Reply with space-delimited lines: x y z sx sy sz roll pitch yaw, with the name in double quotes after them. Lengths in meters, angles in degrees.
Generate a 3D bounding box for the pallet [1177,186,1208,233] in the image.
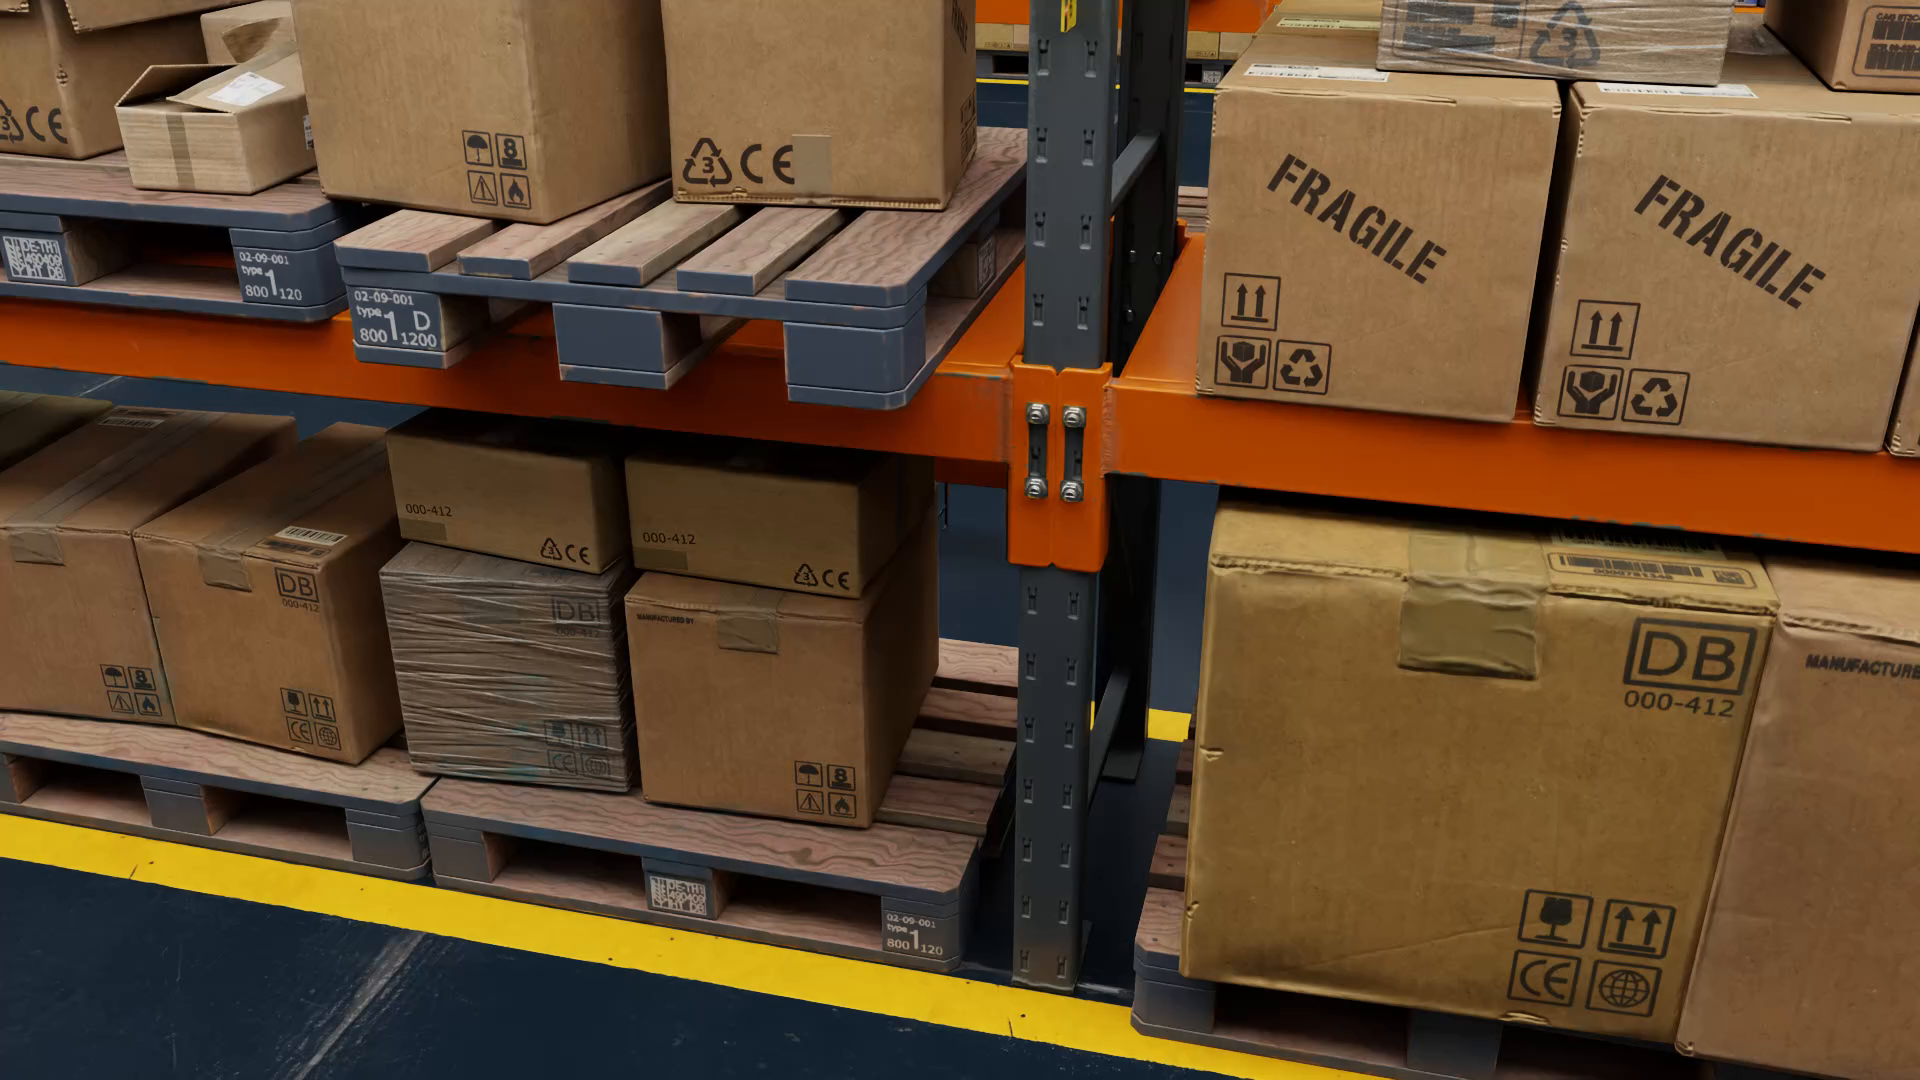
0.783 -1.557 8.275 1.213 0.211 1.003 6 26 13 "pallet"

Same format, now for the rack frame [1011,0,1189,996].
0.290 -0.655 3.137 0.127 3.000 1.000 6 26 13 "rack frame"

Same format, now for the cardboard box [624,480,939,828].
-0.364 0.211 3.713 0.500 0.500 0.700 5 26 10 "cardboard box"

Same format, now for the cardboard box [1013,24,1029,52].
0.705 -3.845 12.546 0.500 0.250 0.500 7 26 14 "cardboard box"

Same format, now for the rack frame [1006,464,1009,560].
0.170 -0.455 4.985 0.008 1.050 0.200 6 26 13 "rack frame"

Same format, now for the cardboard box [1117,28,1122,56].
1.204 -3.791 12.433 0.500 0.250 0.500 7 26 14 "cardboard box"

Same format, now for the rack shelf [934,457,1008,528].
0.052 -0.208 5.136 0.240 0.259 0.215 6 26 13 "rack shelf"

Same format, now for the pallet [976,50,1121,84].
0.795 -3.756 12.893 1.213 0.211 1.003 6 26 13 "pallet"

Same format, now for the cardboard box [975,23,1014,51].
0.213 -3.899 12.661 0.500 0.250 0.500 6 26 11 "cardboard box"

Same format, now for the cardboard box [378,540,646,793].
-0.905 0.157 3.826 0.500 0.500 0.700 4 26 9 "cardboard box"

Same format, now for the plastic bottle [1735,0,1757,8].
3.205 -2.332 6.803 0.135 0.276 0.152 6 26 13 "plastic bottle"

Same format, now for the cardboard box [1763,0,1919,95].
1.624 -0.997 2.572 0.637 0.503 0.797 7 26 14 "cardboard box"

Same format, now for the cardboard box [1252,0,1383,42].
0.829 -0.751 3.221 0.500 0.500 0.500 7 26 15 "cardboard box"

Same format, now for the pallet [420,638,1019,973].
-0.467 0.520 3.913 1.213 0.211 1.003 6 26 13 "pallet"

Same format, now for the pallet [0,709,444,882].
-1.645 0.388 4.189 1.213 0.211 1.003 6 26 13 "pallet"

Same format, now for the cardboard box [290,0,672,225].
-0.809 -0.949 3.150 0.500 0.500 0.700 10 27 21 "cardboard box"

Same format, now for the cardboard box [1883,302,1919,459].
1.690 -0.427 2.542 0.500 0.500 0.500 6 26 12 "cardboard box"

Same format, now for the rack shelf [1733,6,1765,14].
3.460 -2.178 7.173 4.000 0.370 1.077 6 26 13 "rack shelf"

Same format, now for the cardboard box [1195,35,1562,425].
0.693 -0.535 2.768 0.500 0.500 0.500 7 26 15 "cardboard box"

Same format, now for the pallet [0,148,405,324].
-1.638 -0.764 3.587 1.213 0.211 1.003 6 26 13 "pallet"

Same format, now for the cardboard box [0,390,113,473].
-2.538 -0.020 4.198 0.500 0.500 0.700 6 26 13 "cardboard box"

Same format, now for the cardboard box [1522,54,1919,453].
1.193 -0.481 2.654 0.500 0.500 0.500 6 26 12 "cardboard box"

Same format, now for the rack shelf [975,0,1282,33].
-0.414 -2.607 8.072 4.000 0.370 1.077 6 26 13 "rack shelf"

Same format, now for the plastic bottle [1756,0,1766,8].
3.359 -2.347 6.747 0.185 0.351 0.144 6 26 13 "plastic bottle"

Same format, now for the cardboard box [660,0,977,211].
-0.243 -0.931 3.112 0.500 0.500 0.500 3 26 7 "cardboard box"

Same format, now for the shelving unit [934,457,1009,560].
0.052 -0.468 5.012 0.252 1.050 0.215 6 26 13 "shelving unit"

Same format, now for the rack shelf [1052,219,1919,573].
2.227 -0.116 2.842 4.000 0.370 1.077 6 26 13 "rack shelf"

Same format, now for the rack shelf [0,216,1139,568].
-1.647 -0.545 3.741 4.000 0.370 1.077 6 26 13 "rack shelf"

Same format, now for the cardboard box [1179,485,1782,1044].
0.953 0.197 3.330 0.875 0.875 1.225 5 26 11 "cardboard box"

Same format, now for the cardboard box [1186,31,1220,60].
1.690 -3.736 12.317 0.500 0.250 0.500 6 26 12 "cardboard box"

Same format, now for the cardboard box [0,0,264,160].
-1.882 -1.173 3.615 0.637 0.503 0.797 9 27 18 "cardboard box"

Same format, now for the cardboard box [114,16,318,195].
-1.393 -0.850 3.214 0.258 0.266 0.396 6 26 12 "cardboard box"

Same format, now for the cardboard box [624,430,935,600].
-0.367 -0.123 3.543 0.500 0.250 0.500 7 26 15 "cardboard box"

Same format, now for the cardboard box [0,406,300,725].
-1.996 0.040 4.073 0.500 0.500 0.700 4 26 9 "cardboard box"

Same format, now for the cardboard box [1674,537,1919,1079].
1.814 0.296 3.123 0.875 0.875 1.225 6 26 13 "cardboard box"

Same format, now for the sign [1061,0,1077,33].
0.164 -0.915 2.428 0.005 0.325 0.100 6 26 13 "sign"

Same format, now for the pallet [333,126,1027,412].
-0.427 -0.601 3.245 1.003 0.211 1.213 6 26 13 "pallet"

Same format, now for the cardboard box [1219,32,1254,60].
2.190 -3.682 12.204 0.500 0.250 0.500 7 26 14 "cardboard box"

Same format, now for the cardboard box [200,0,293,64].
-1.276 -1.052 3.657 0.500 0.250 0.500 6 26 12 "cardboard box"

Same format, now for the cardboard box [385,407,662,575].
-0.883 -0.176 3.653 0.500 0.250 0.500 9 27 19 "cardboard box"

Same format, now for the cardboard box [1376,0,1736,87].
0.994 -1.068 2.721 0.637 0.503 0.797 7 26 15 "cardboard box"

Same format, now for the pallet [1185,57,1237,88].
1.973 -3.624 12.617 1.213 0.211 1.003 6 26 13 "pallet"

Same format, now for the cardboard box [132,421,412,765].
-1.455 0.099 3.948 0.500 0.500 0.700 9 27 17 "cardboard box"

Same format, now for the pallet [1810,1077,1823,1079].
2.212 0.851 3.217 1.213 0.211 1.003 6 26 13 "pallet"

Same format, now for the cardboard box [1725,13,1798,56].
1.311 -0.695 3.104 0.500 0.500 0.500 6 26 13 "cardboard box"

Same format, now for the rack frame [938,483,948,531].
-0.066 -0.481 5.040 0.008 1.050 0.200 6 26 13 "rack frame"

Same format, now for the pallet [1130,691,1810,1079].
1.035 0.720 3.493 1.213 0.211 1.003 6 26 13 "pallet"
